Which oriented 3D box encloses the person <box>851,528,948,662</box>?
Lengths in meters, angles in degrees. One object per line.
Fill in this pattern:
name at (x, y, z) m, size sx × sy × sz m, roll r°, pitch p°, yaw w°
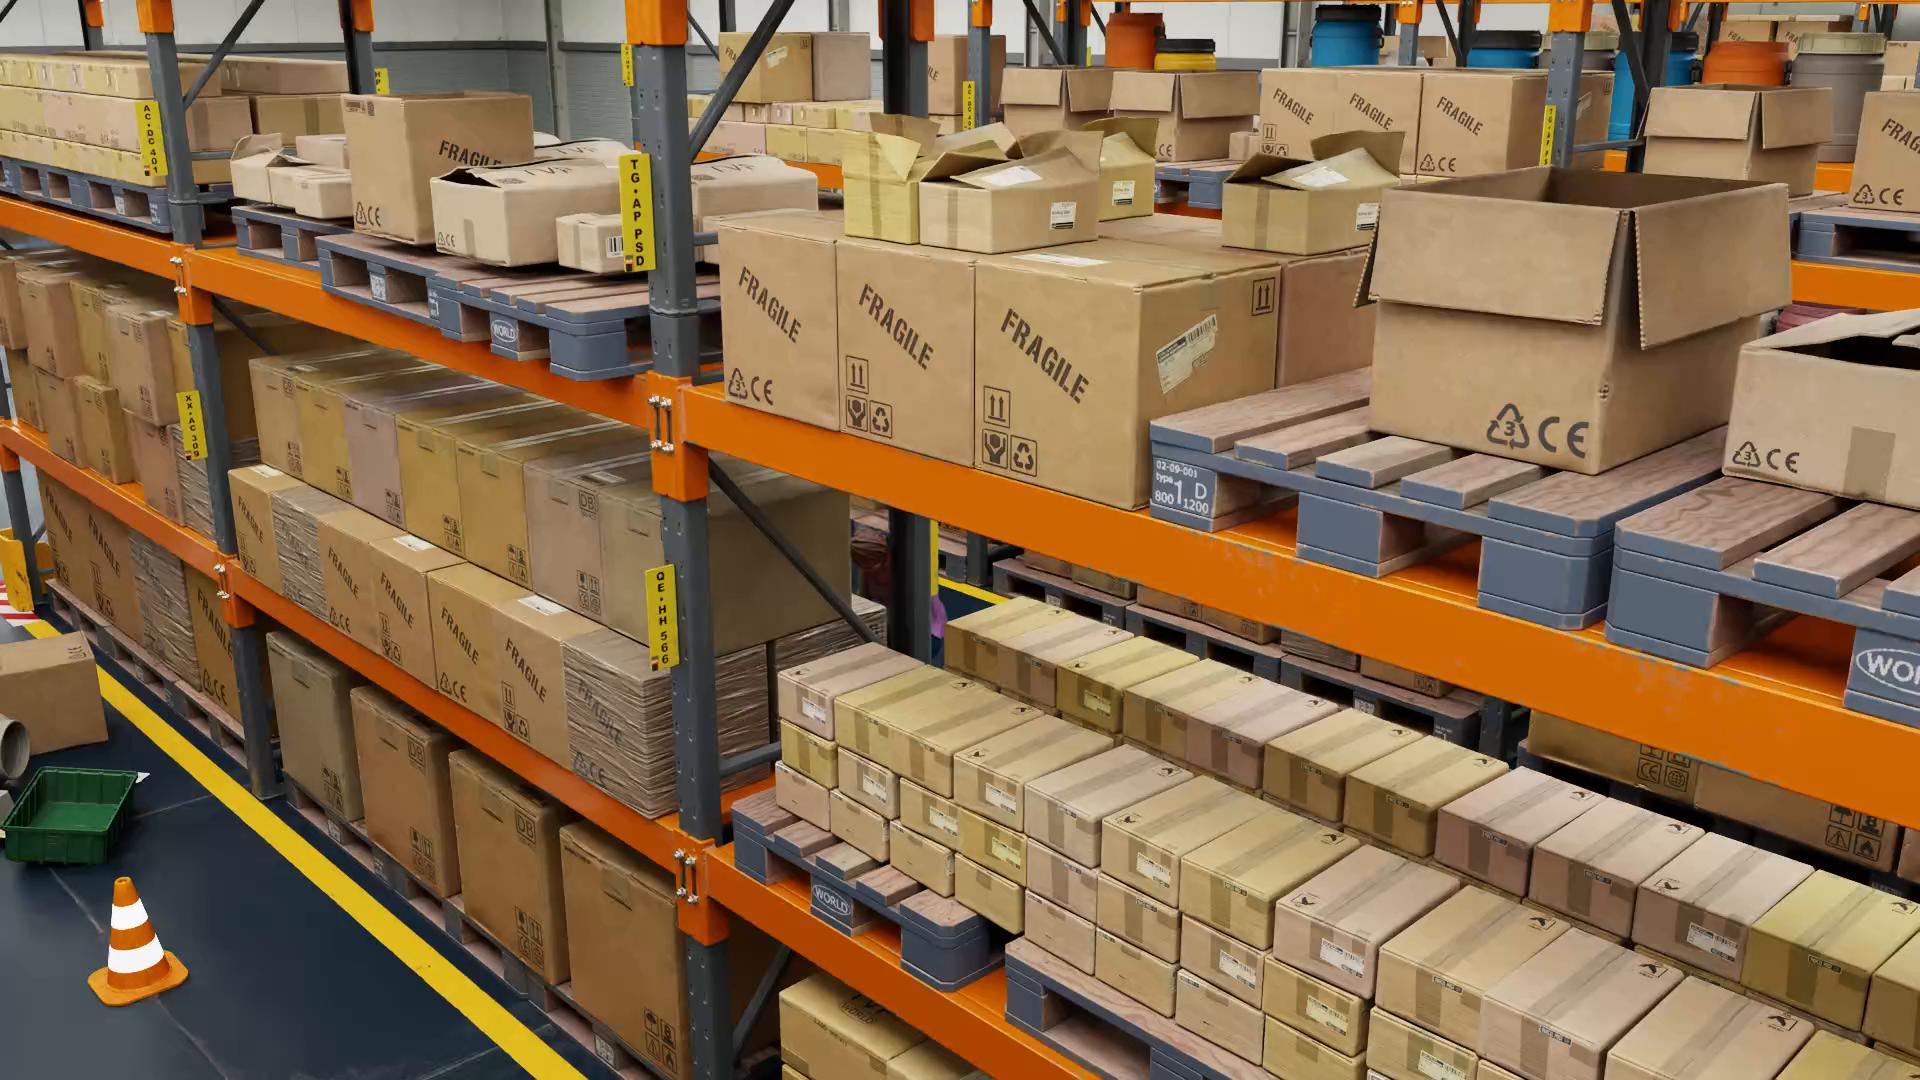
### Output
person at (-0.327, 0.580, 8.853) m, size 0.638 × 1.233 × 0.462 m, roll -16°, pitch 23°, yaw -41°
